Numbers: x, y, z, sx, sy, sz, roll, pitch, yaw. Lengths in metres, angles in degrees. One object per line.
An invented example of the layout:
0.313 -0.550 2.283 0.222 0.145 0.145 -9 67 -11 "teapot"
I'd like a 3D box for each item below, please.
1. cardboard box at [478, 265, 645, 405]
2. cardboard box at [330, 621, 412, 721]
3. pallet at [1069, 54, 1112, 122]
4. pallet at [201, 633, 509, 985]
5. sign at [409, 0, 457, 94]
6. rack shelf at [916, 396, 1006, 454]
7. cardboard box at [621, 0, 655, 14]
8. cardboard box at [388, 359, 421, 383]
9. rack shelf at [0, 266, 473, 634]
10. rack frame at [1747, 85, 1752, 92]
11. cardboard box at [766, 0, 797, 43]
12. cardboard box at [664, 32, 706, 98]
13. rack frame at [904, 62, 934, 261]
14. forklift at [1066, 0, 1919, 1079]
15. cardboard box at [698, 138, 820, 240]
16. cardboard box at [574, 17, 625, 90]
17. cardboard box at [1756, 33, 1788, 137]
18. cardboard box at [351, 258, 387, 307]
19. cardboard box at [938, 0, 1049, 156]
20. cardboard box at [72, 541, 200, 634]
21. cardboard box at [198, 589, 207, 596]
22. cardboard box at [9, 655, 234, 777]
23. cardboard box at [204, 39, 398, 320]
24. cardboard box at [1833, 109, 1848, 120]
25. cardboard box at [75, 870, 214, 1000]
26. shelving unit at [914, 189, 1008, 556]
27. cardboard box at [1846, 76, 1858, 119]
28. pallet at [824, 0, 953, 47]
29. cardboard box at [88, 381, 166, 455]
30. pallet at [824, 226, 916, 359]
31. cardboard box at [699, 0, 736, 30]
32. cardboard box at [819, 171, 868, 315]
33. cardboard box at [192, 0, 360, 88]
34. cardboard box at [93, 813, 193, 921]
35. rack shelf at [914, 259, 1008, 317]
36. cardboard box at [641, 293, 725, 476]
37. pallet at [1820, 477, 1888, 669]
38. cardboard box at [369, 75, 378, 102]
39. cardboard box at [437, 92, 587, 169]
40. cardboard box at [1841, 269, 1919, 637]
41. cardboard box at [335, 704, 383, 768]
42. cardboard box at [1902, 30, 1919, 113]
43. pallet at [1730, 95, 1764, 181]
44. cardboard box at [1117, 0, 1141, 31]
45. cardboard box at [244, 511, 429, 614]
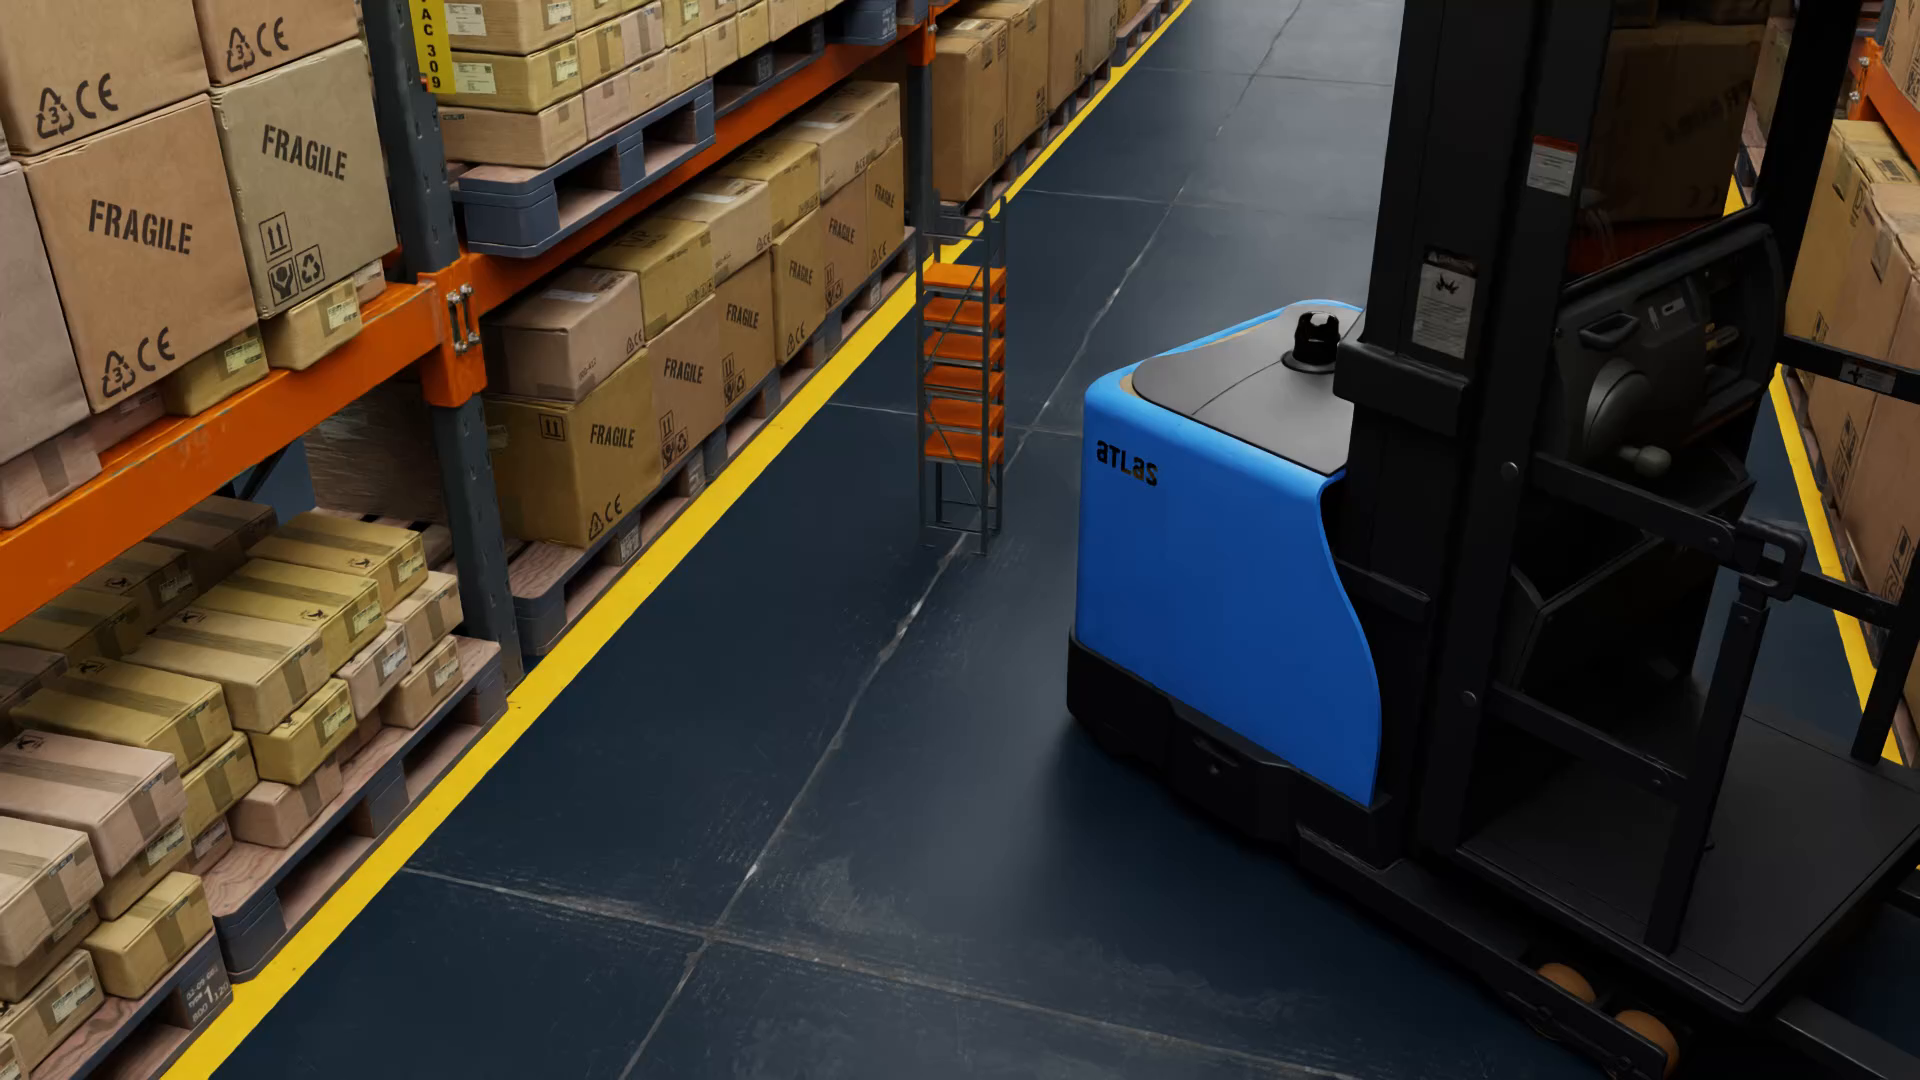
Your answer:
-1.333 -0.662 5.222 0.500 0.250 0.500 7 30 13 "cardboard box"
-1.658 0.314 4.294 0.380 0.149 0.250 7 30 12 "cardboard box"
0.392 -3.067 11.046 1.003 0.211 1.213 8 30 15 "pallet"
-1.965 0.599 4.457 1.003 0.211 1.213 8 30 15 "pallet"
-1.281 -1.242 4.006 0.100 0.325 0.005 8 30 15 "sign"
0.004 -0.387 5.550 0.258 0.103 0.180 8 30 15 "rack shelf"
-1.093 -1.637 4.822 0.380 0.149 0.250 9 30 15 "cardboard box"
-1.825 -0.738 5.359 0.500 0.250 0.500 8 30 14 "cardboard box"
-2.389 0.307 2.853 1.077 0.370 4.000 8 30 15 "rack shelf"
5.258 -3.900 9.675 1.000 3.000 0.127 8 30 15 "rack frame"
-0.792 -1.852 5.821 0.380 0.149 0.250 7 30 13 "cardboard box"
-1.019 -1.490 5.169 0.380 0.149 0.250 9 30 15 "cardboard box"
-0.628 -2.796 7.691 1.000 3.000 0.127 8 30 15 "rack frame"
1.656 -0.370 3.400 1.130 2.935 3.031 -23 37 -35 "forklift"
-0.880 -1.389 6.530 0.500 0.250 0.500 9 30 16 "cardboard box"
-1.173 -1.379 4.664 0.380 0.149 0.250 8 30 14 "cardboard box"
4.899 -2.499 9.275 0.700 0.500 0.500 8 30 15 "cardboard box"
-1.662 -0.661 4.111 0.380 0.149 0.250 8 30 14 "cardboard box"
-0.110 -2.673 9.352 1.050 0.750 0.750 9 30 16 "cardboard box"
-2.239 0.115 4.346 0.380 0.149 0.250 10 31 17 "cardboard box"
-2.214 0.118 4.647 0.380 0.149 0.250 10 31 17 "cardboard box"
-1.912 0.418 3.801 0.380 0.149 0.250 9 30 17 "cardboard box"
-1.674 -0.846 3.776 0.500 0.500 0.500 9 30 15 "cardboard box"
4.412 -1.715 7.866 0.700 0.500 0.500 6 30 11 "cardboard box"
-1.895 0.837 3.660 0.380 0.149 0.250 8 30 15 "cardboard box"
0.004 -0.531 5.470 0.258 1.200 0.189 8 30 15 "shelving unit"
4.398 -2.032 7.665 0.500 0.250 0.500 12 31 20 "cardboard box"
-0.735 -2.366 7.114 1.213 0.211 1.003 8 30 15 "pallet"
-1.910 -0.300 3.463 0.380 0.149 0.250 8 30 13 "cardboard box"
-0.859 -1.214 7.716 1.003 0.211 1.213 8 30 15 "pallet"
-0.944 -1.746 5.323 0.380 0.149 0.250 10 31 17 "cardboard box"
-0.727 -1.303 7.147 0.500 0.500 0.500 10 31 17 "cardboard box"
-1.682 -1.291 3.547 0.500 0.500 0.500 7 30 13 "cardboard box"
-1.944 0.665 3.663 0.380 0.149 0.250 9 30 16 "cardboard box"
0.004 -0.807 5.317 0.258 0.103 0.180 8 30 15 "rack shelf"
-1.178 -0.580 5.846 0.500 0.500 0.500 10 31 17 "cardboard box"
3.420 0.098 5.357 1.003 0.211 1.213 8 30 15 "pallet"
-1.875 -1.224 4.690 0.380 0.149 0.250 8 30 14 "cardboard box"
-1.247 -1.128 4.519 0.380 0.149 0.250 7 30 12 "cardboard box"
3.340 -0.153 4.693 1.225 0.875 0.875 7 30 13 "cardboard box"
-1.748 0.465 4.329 0.380 0.149 0.250 9 30 16 "cardboard box"
3.532 -1.658 5.542 0.500 0.500 0.500 8 30 14 "cardboard box"
5.031 -2.320 9.703 1.003 0.211 1.213 8 30 15 "pallet"
0.798 -4.192 11.954 0.875 0.875 0.875 9 30 16 "cardboard box"
-1.658 0.068 4.431 0.380 0.149 0.250 9 30 16 "cardboard box"
